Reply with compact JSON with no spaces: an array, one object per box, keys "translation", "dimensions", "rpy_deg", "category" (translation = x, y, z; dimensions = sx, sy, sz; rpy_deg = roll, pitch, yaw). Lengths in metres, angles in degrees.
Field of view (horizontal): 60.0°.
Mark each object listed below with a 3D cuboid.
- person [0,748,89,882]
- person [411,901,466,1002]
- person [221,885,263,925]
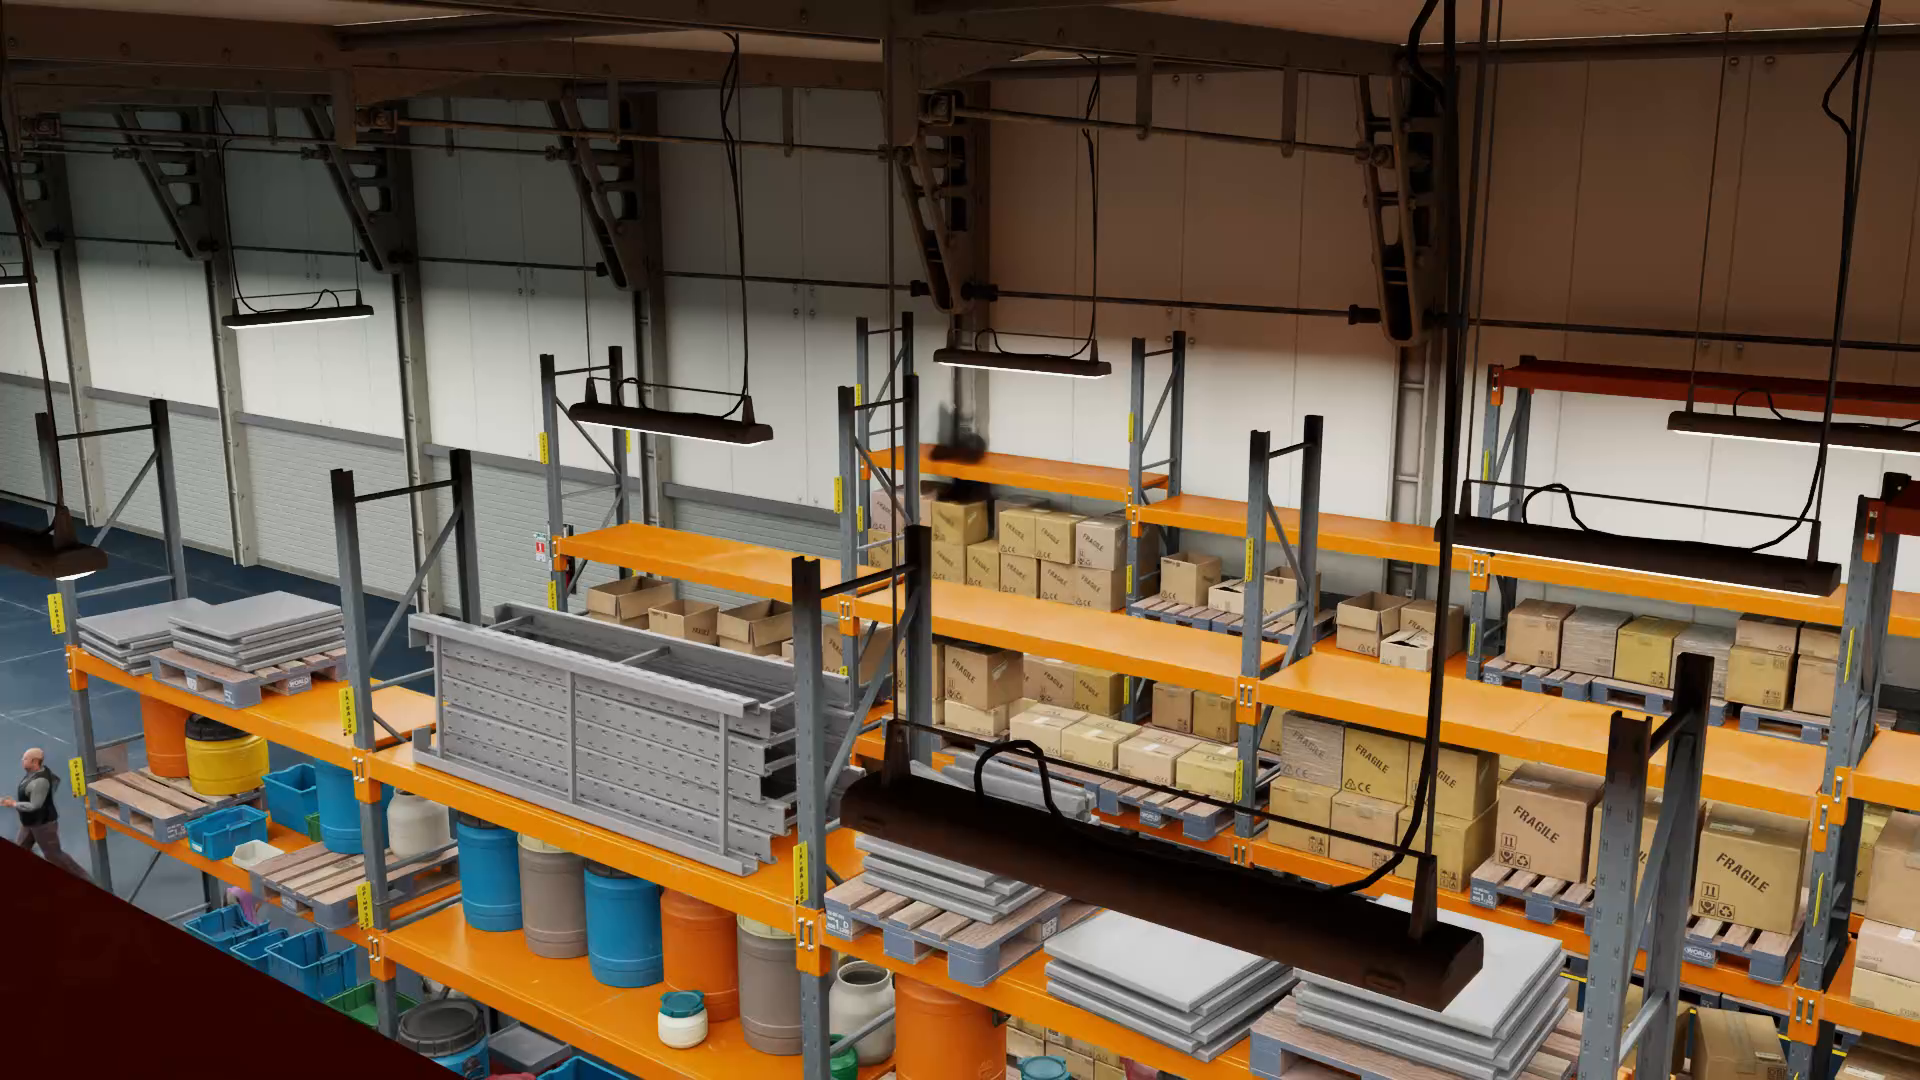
[{"translation":[-9.983,3.110,18.071],"dimensions":[0.767,1.780,0.625],"rpy_deg":[-10,16,-37],"category":"person"},{"translation":[-4.486,3.882,14.517],"dimensions":[0.968,1.763,0.662],"rpy_deg":[7,15,29],"category":"person"},{"translation":[-6.795,3.743,15.751],"dimensions":[0.638,1.571,0.590],"rpy_deg":[1,13,5],"category":"person"}]
